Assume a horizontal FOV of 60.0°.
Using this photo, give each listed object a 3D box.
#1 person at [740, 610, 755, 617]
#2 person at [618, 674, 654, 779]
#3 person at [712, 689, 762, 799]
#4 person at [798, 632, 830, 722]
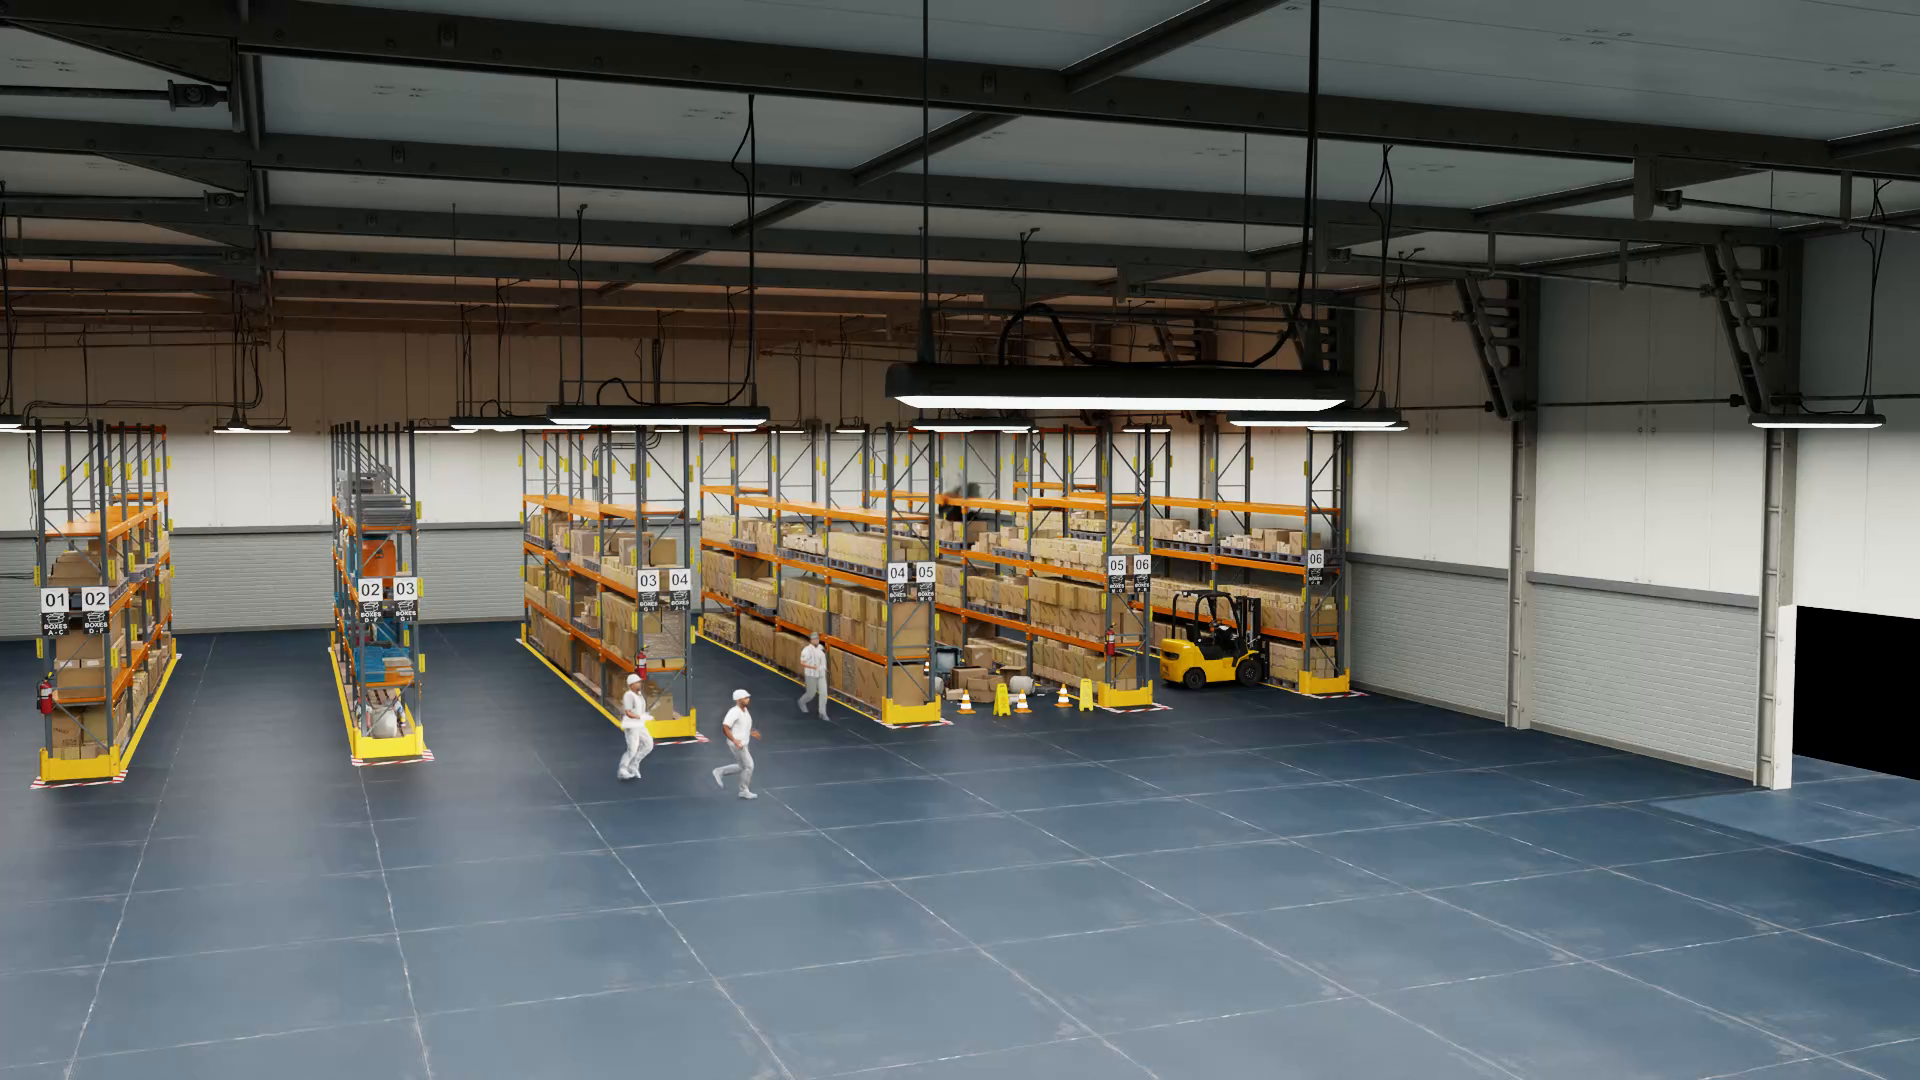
[{"bbox_3d":[-6.454,1.819,49.864,0.735,1.603,0.552,-1,4,-21],"label":"person"},{"bbox_3d":[-5.363,3.114,27.658,0.672,1.786,0.719,1,4,11],"label":"person"},{"bbox_3d":[-3.583,3.221,26.333,0.771,1.728,0.683,1,4,8],"label":"person"},{"bbox_3d":[-2.946,2.743,33.687,0.664,1.784,0.944,-3,4,-37],"label":"person"}]
